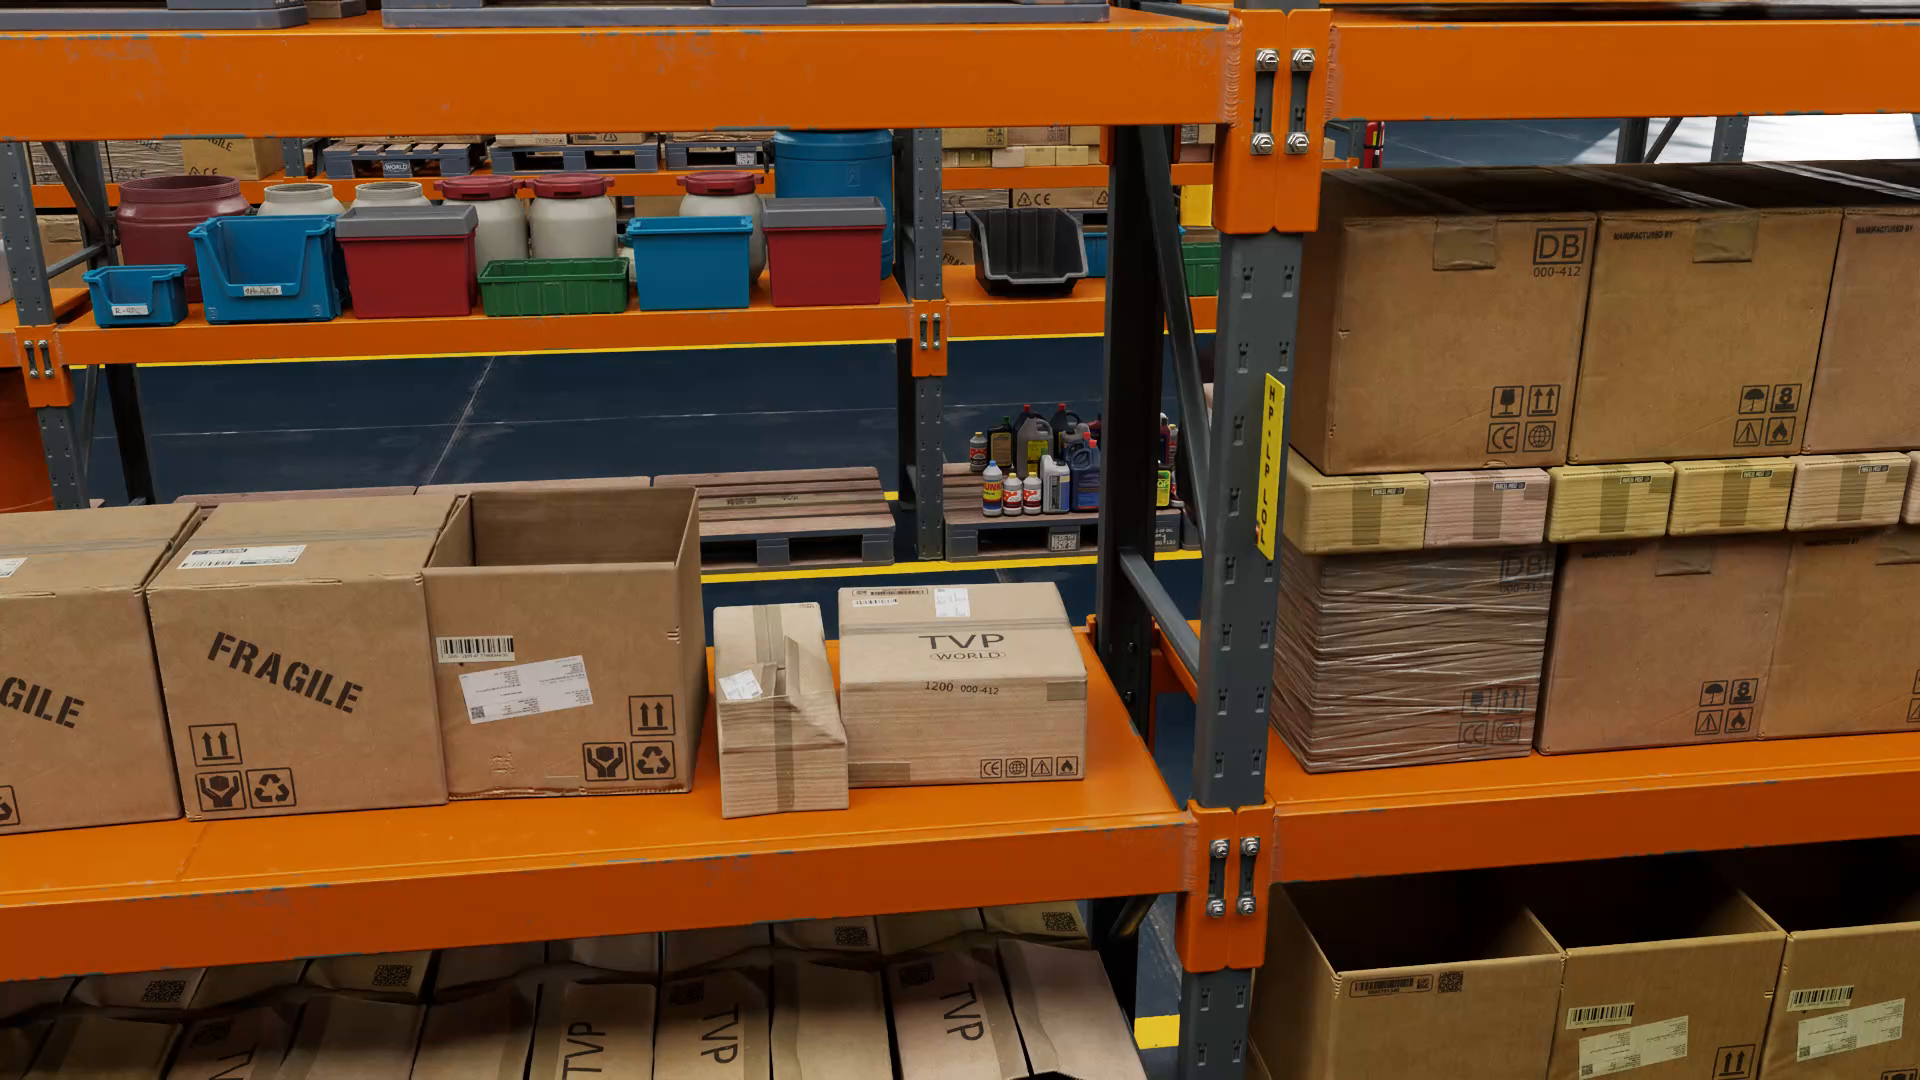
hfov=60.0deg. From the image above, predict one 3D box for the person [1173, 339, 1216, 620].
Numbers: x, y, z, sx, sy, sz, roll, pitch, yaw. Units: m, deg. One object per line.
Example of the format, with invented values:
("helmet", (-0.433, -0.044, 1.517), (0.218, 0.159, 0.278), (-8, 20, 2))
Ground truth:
("person", (1.060, -0.154, 6.536), (0.426, 1.719, 0.580), (-4, 20, -10))
